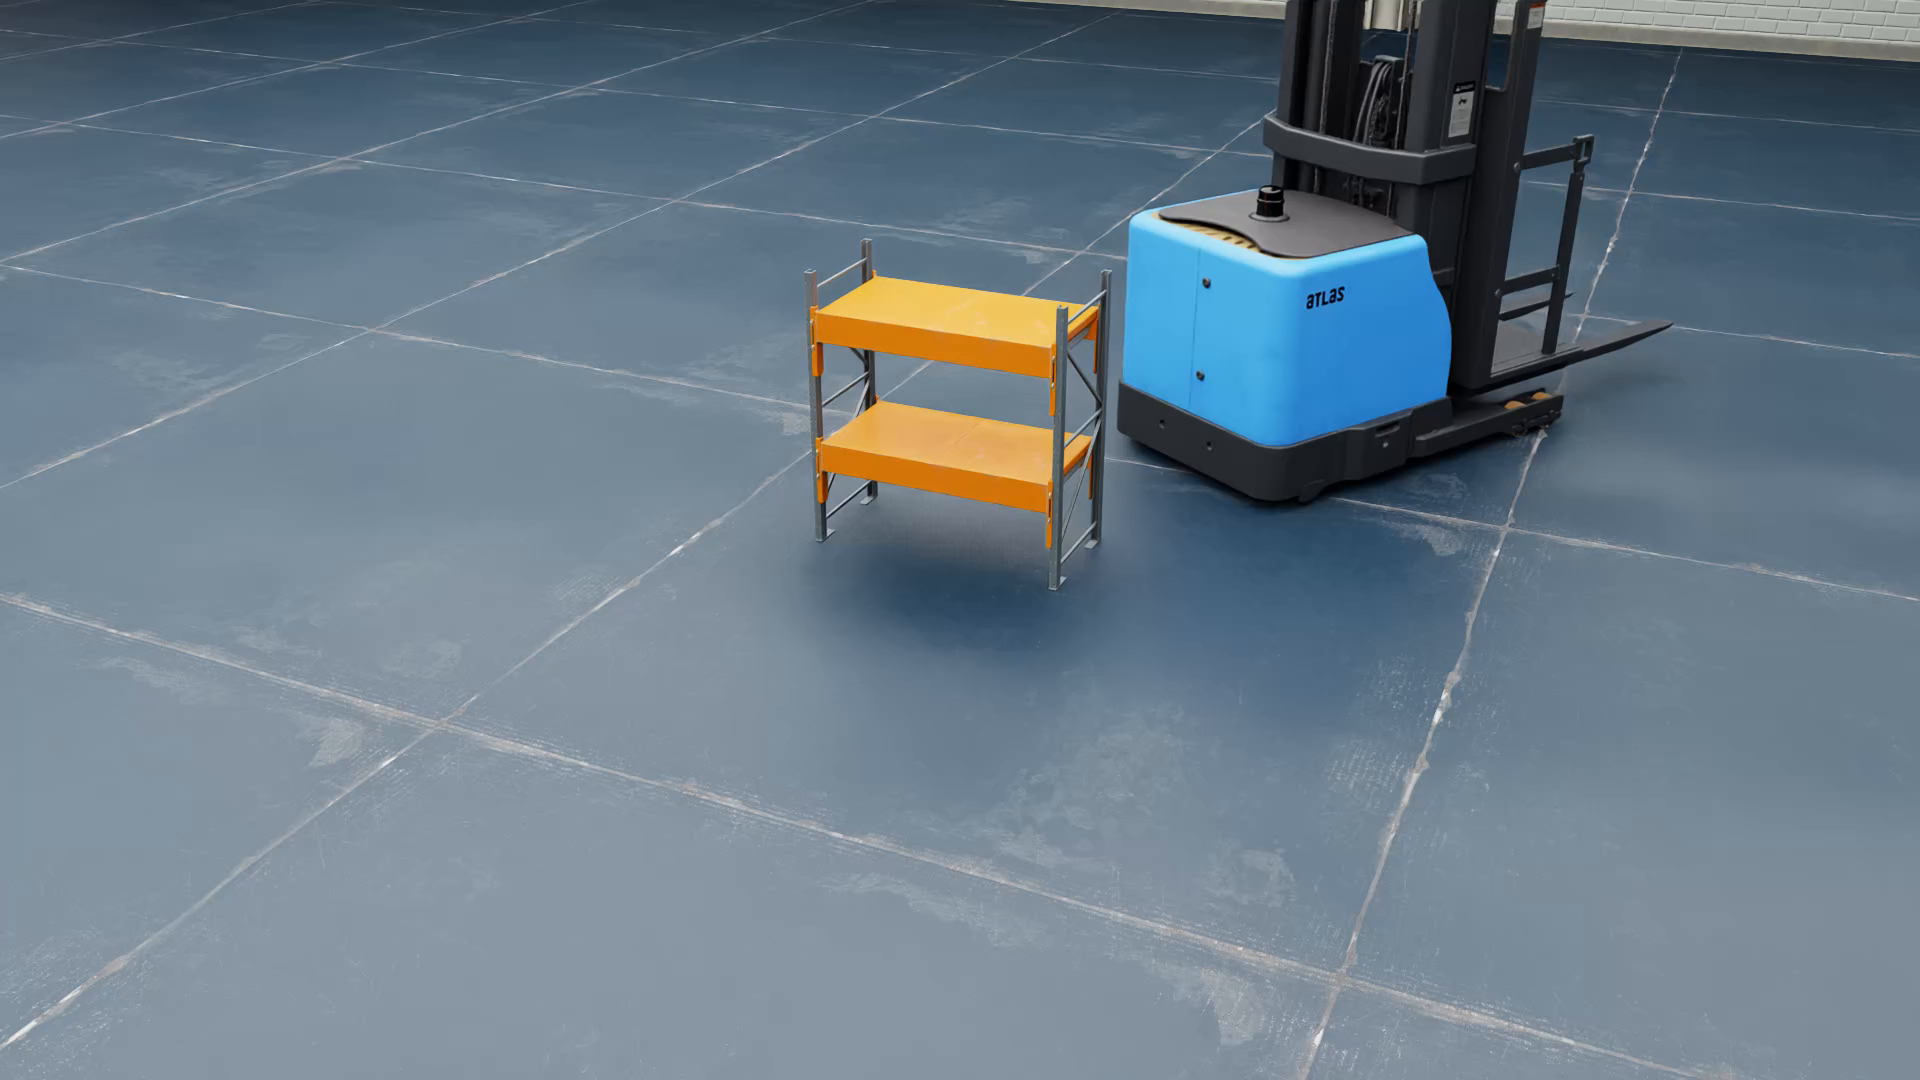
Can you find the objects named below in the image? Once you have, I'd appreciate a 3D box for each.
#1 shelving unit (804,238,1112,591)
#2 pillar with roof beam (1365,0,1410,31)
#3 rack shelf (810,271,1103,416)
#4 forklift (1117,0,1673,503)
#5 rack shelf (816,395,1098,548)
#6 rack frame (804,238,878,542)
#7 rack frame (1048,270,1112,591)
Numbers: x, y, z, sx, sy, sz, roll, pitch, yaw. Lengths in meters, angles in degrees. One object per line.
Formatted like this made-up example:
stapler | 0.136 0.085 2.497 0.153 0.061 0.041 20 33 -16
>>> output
shelving unit | -0.006 -0.506 6.504 1.048 1.125 0.538 11 28 22
pillar with roof beam | 2.835 -7.857 12.520 0.400 9.000 9.100 11 28 22
rack shelf | -0.006 -0.768 6.375 1.000 0.278 0.538 11 28 22
forklift | 2.219 -1.966 7.425 3.031 2.935 1.130 -17 31 -31
rack shelf | -0.006 -0.287 6.612 1.000 0.278 0.538 11 28 22
rack frame | -0.469 -0.599 6.693 0.032 1.125 0.500 11 28 22
rack frame | 0.457 -0.413 6.315 0.032 1.125 0.500 11 28 22
